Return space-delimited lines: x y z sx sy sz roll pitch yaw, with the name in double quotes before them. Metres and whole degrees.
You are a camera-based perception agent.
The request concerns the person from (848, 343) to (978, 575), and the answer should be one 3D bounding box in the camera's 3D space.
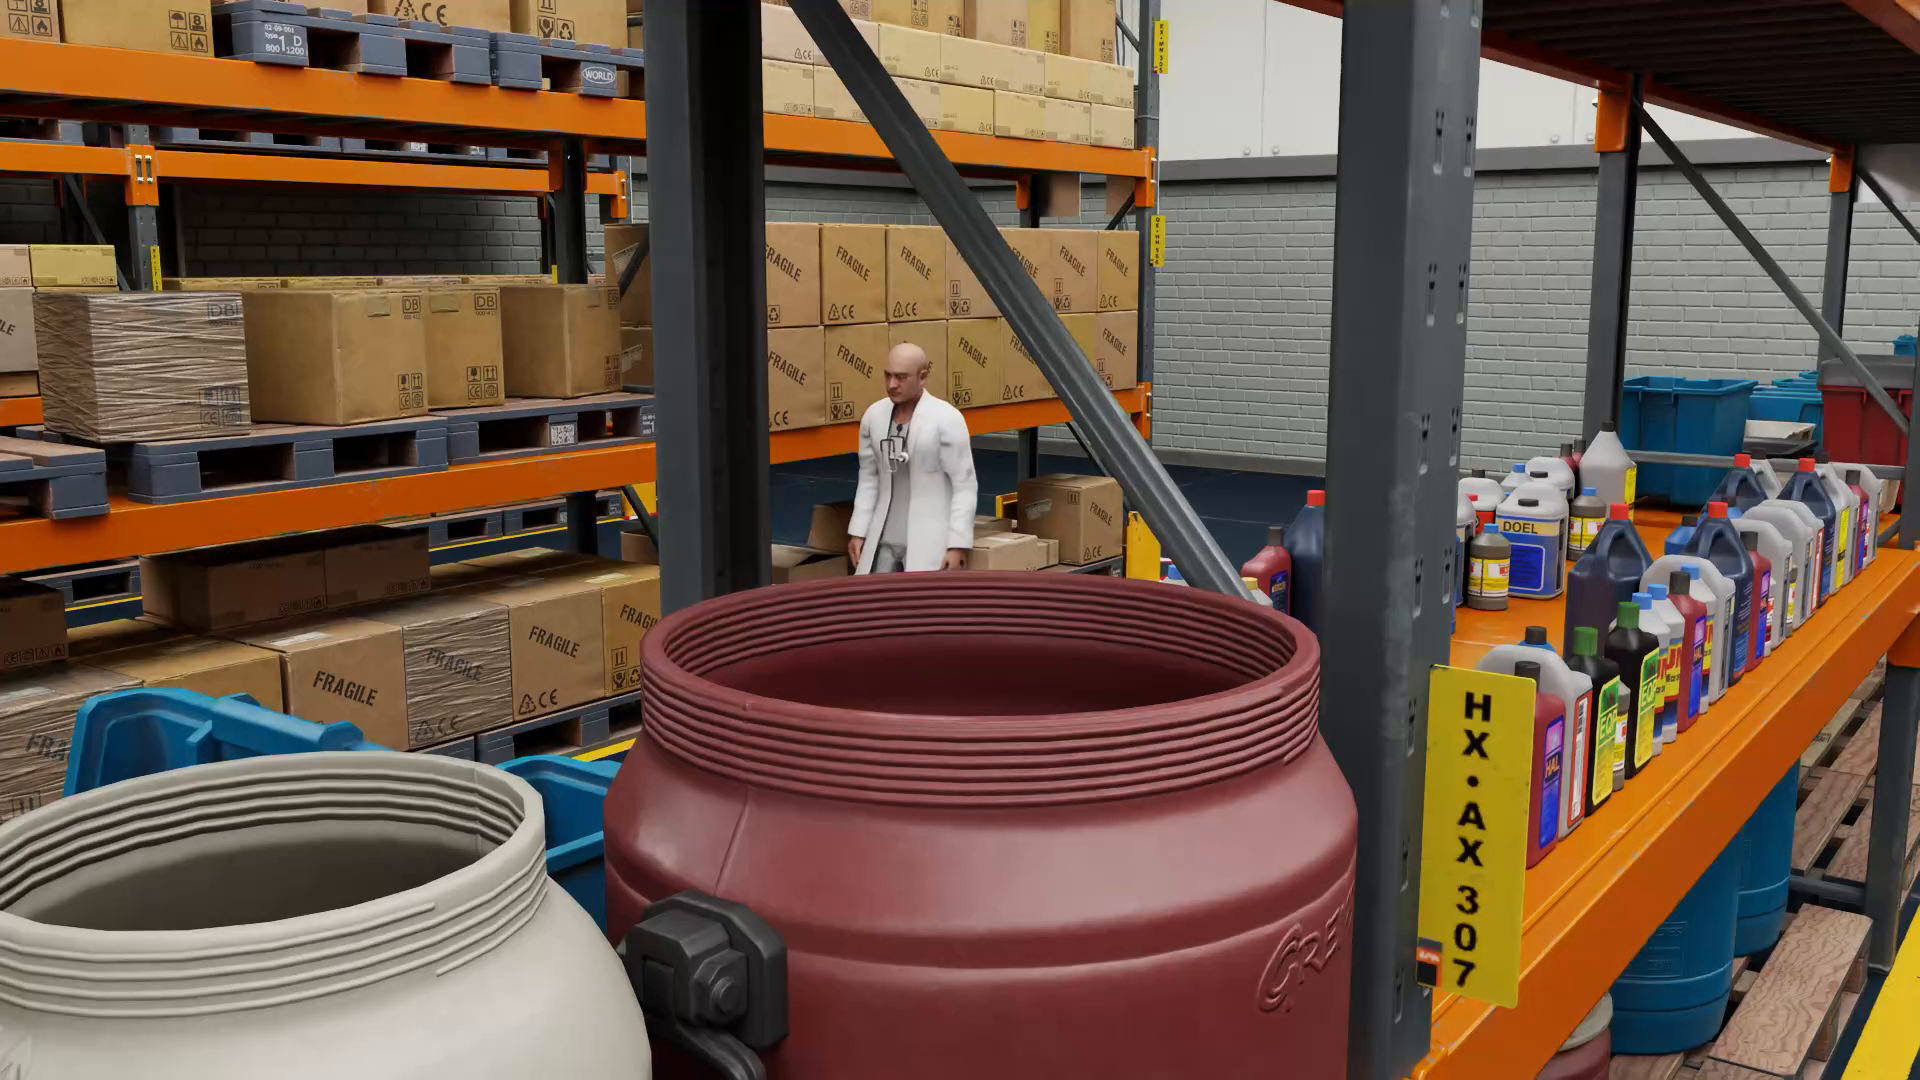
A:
"person" -0.225 0.024 7.303 0.643 1.772 0.429 6 12 33
